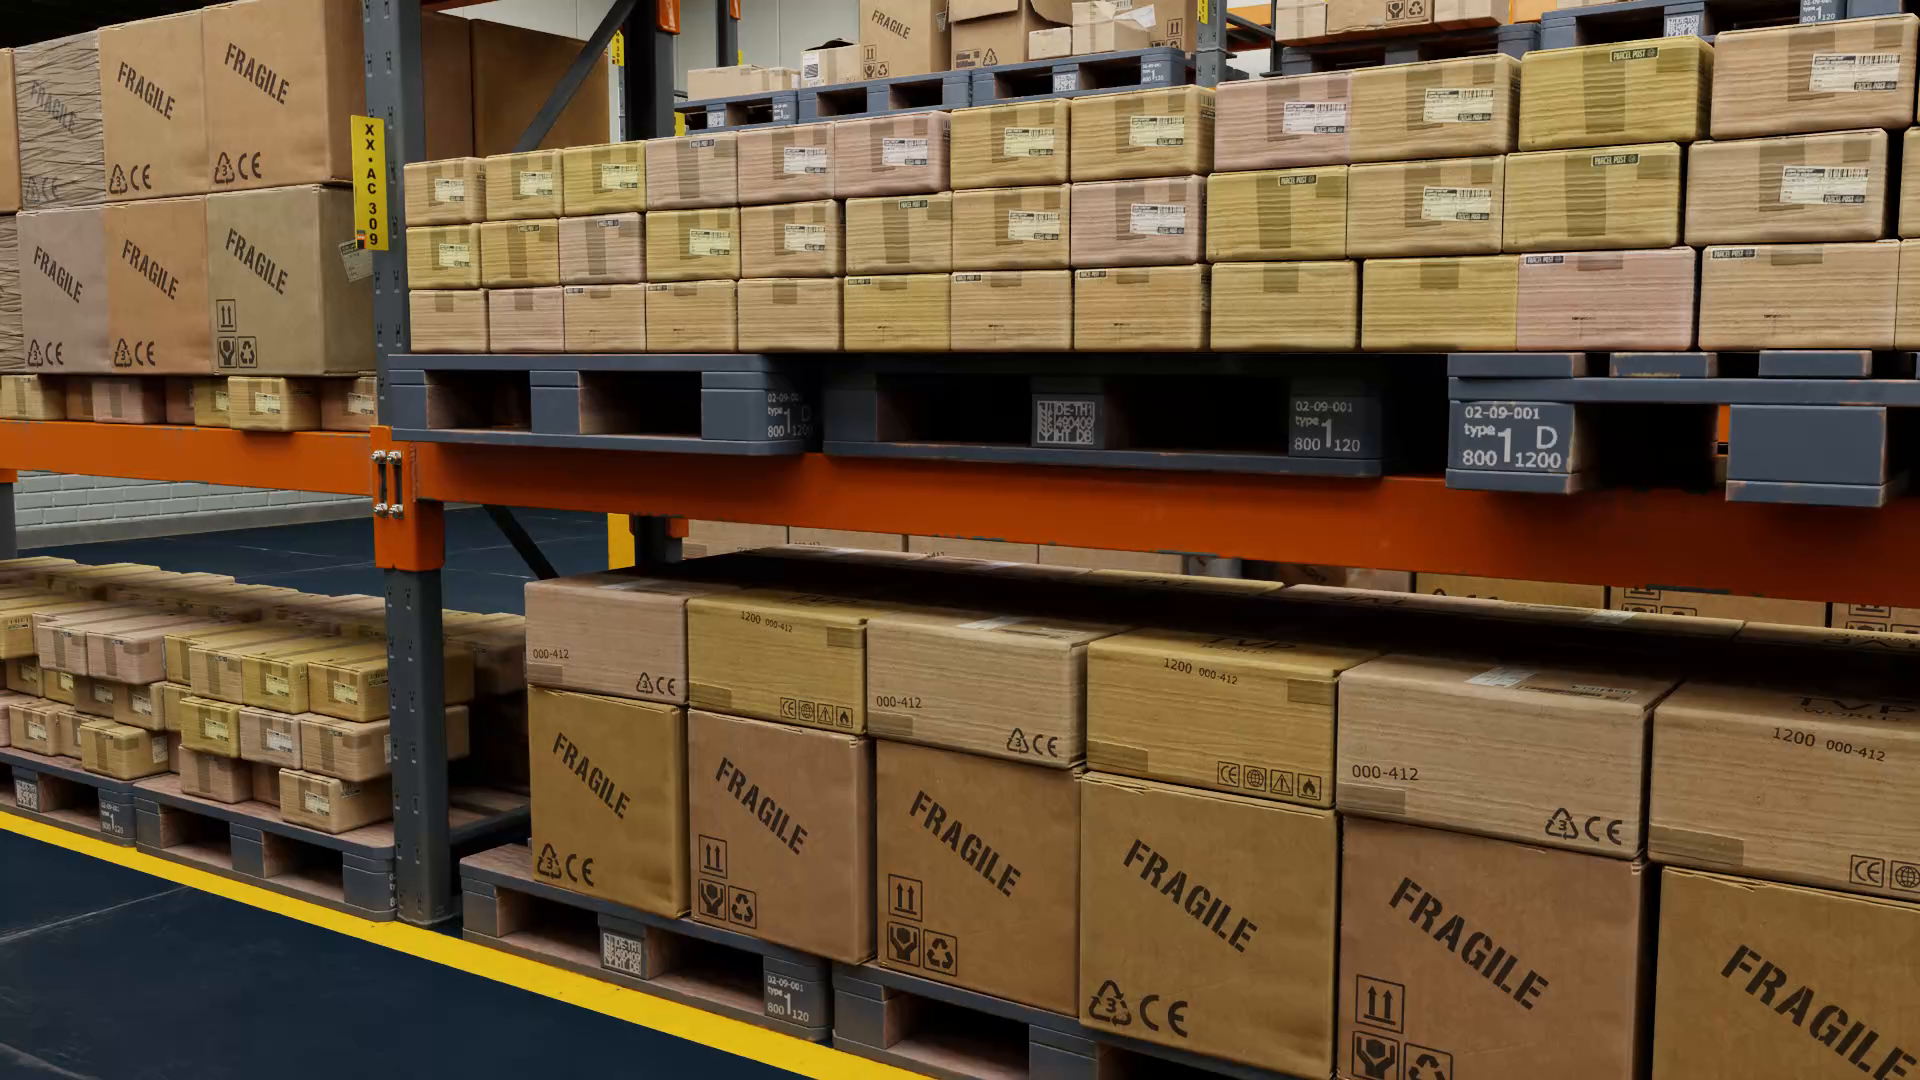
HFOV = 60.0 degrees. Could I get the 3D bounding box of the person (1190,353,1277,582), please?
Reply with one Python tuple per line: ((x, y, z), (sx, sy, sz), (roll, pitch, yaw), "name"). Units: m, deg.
((1.030, -0.024, 5.780), (0.559, 1.771, 0.563), (0, 6, 0), "person")
